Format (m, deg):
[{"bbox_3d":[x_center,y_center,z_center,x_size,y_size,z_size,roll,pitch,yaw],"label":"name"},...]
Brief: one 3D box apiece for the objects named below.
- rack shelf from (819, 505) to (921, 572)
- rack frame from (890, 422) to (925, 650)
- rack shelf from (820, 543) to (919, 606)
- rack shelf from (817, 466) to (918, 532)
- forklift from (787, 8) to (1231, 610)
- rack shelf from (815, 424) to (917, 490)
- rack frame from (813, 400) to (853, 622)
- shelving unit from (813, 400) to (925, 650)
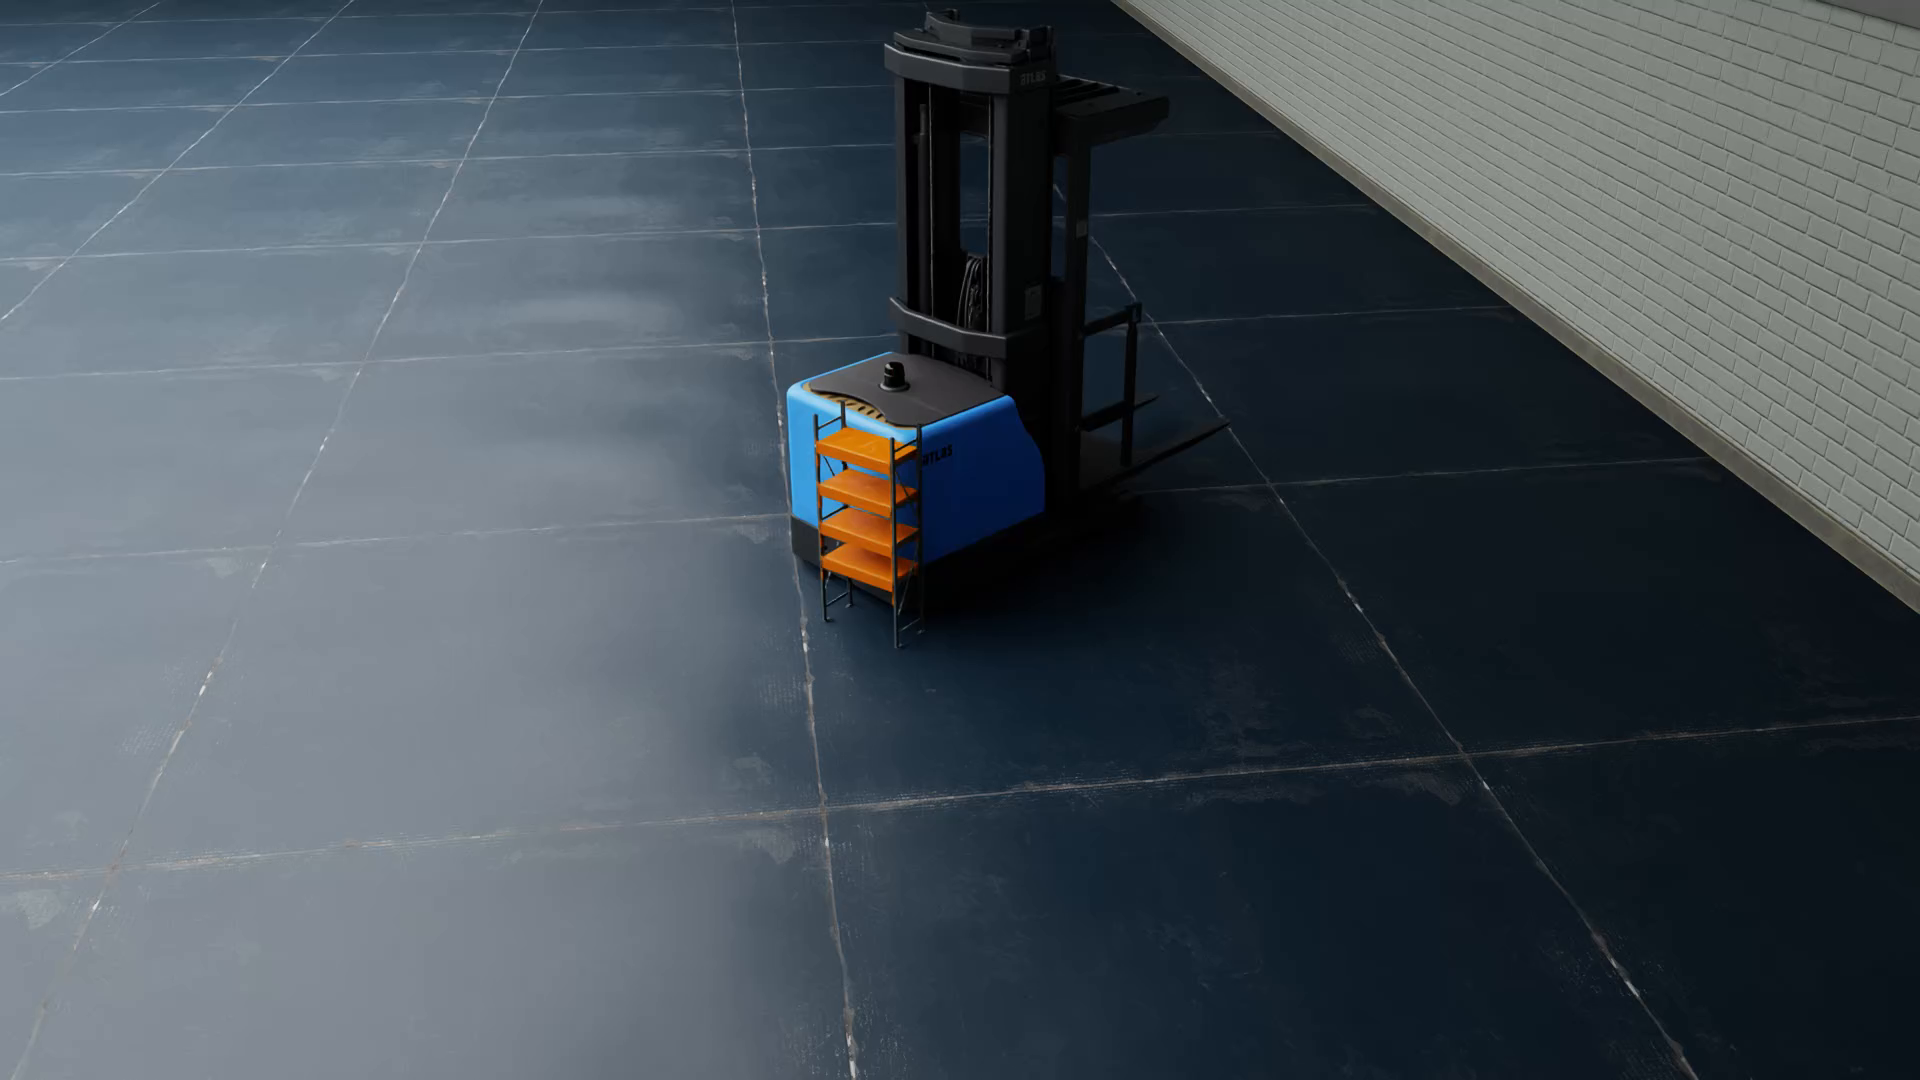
[{"bbox_3d":[-0.464,-0.014,8.610,0.480,0.148,0.258,18,32,31],"label":"rack shelf"},{"bbox_3d":[-0.266,-0.009,8.453,0.015,1.200,0.240,18,32,31],"label":"rack frame"},{"bbox_3d":[-0.463,0.162,8.701,0.480,0.148,0.258,18,32,31],"label":"rack shelf"},{"bbox_3d":[-0.464,-0.213,8.507,0.480,0.148,0.258,18,32,31],"label":"rack shelf"},{"bbox_3d":[0.444,-1.503,9.469,3.031,2.935,1.130,-24,36,-39],"label":"forklift"},{"bbox_3d":[-0.465,-0.423,8.399,0.480,0.148,0.258,18,32,31],"label":"rack shelf"},{"bbox_3d":[-0.662,-0.139,8.706,0.015,1.200,0.240,18,32,31],"label":"rack frame"},{"bbox_3d":[-0.464,-0.074,8.579,0.503,1.200,0.258,18,32,31],"label":"shelving unit"}]
